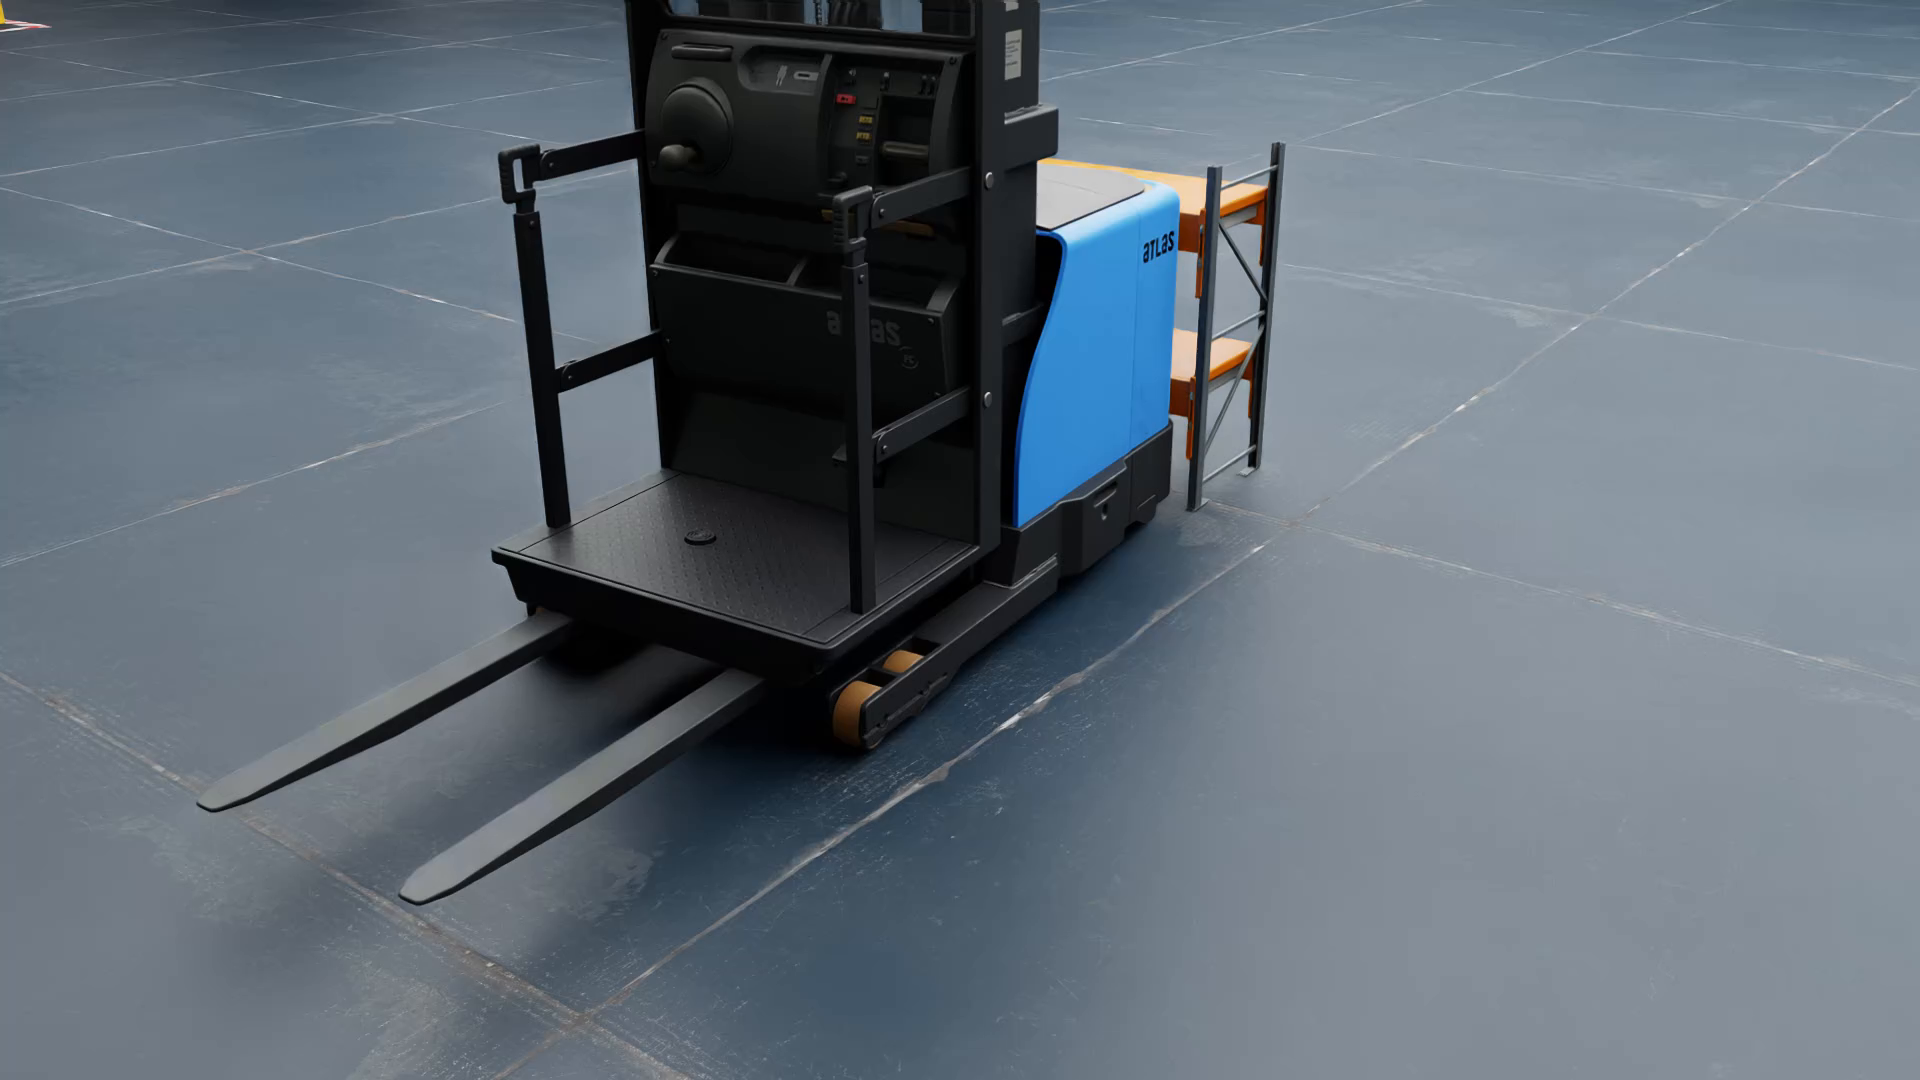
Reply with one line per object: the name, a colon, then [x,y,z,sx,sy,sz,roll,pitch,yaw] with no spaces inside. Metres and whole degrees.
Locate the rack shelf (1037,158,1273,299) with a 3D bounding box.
rack shelf: [0.483,-1.078,5.577,1.000,0.278,0.538,16,28,31]

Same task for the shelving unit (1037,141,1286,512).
shelving unit: [0.483,-0.811,5.695,1.048,1.125,0.538,16,28,31]

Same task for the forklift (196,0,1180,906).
forklift: [-0.515,-1.040,3.976,1.130,2.935,3.031,14,27,29]

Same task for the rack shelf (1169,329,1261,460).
rack shelf: [0.483,-0.587,5.793,1.000,0.278,0.538,16,28,31]

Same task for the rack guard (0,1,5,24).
rack guard: [-10.702,-5.626,17.399,0.348,0.500,1.175,17,29,33]

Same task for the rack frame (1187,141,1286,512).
rack frame: [0.901,-0.694,5.430,0.032,1.125,0.500,16,28,31]
